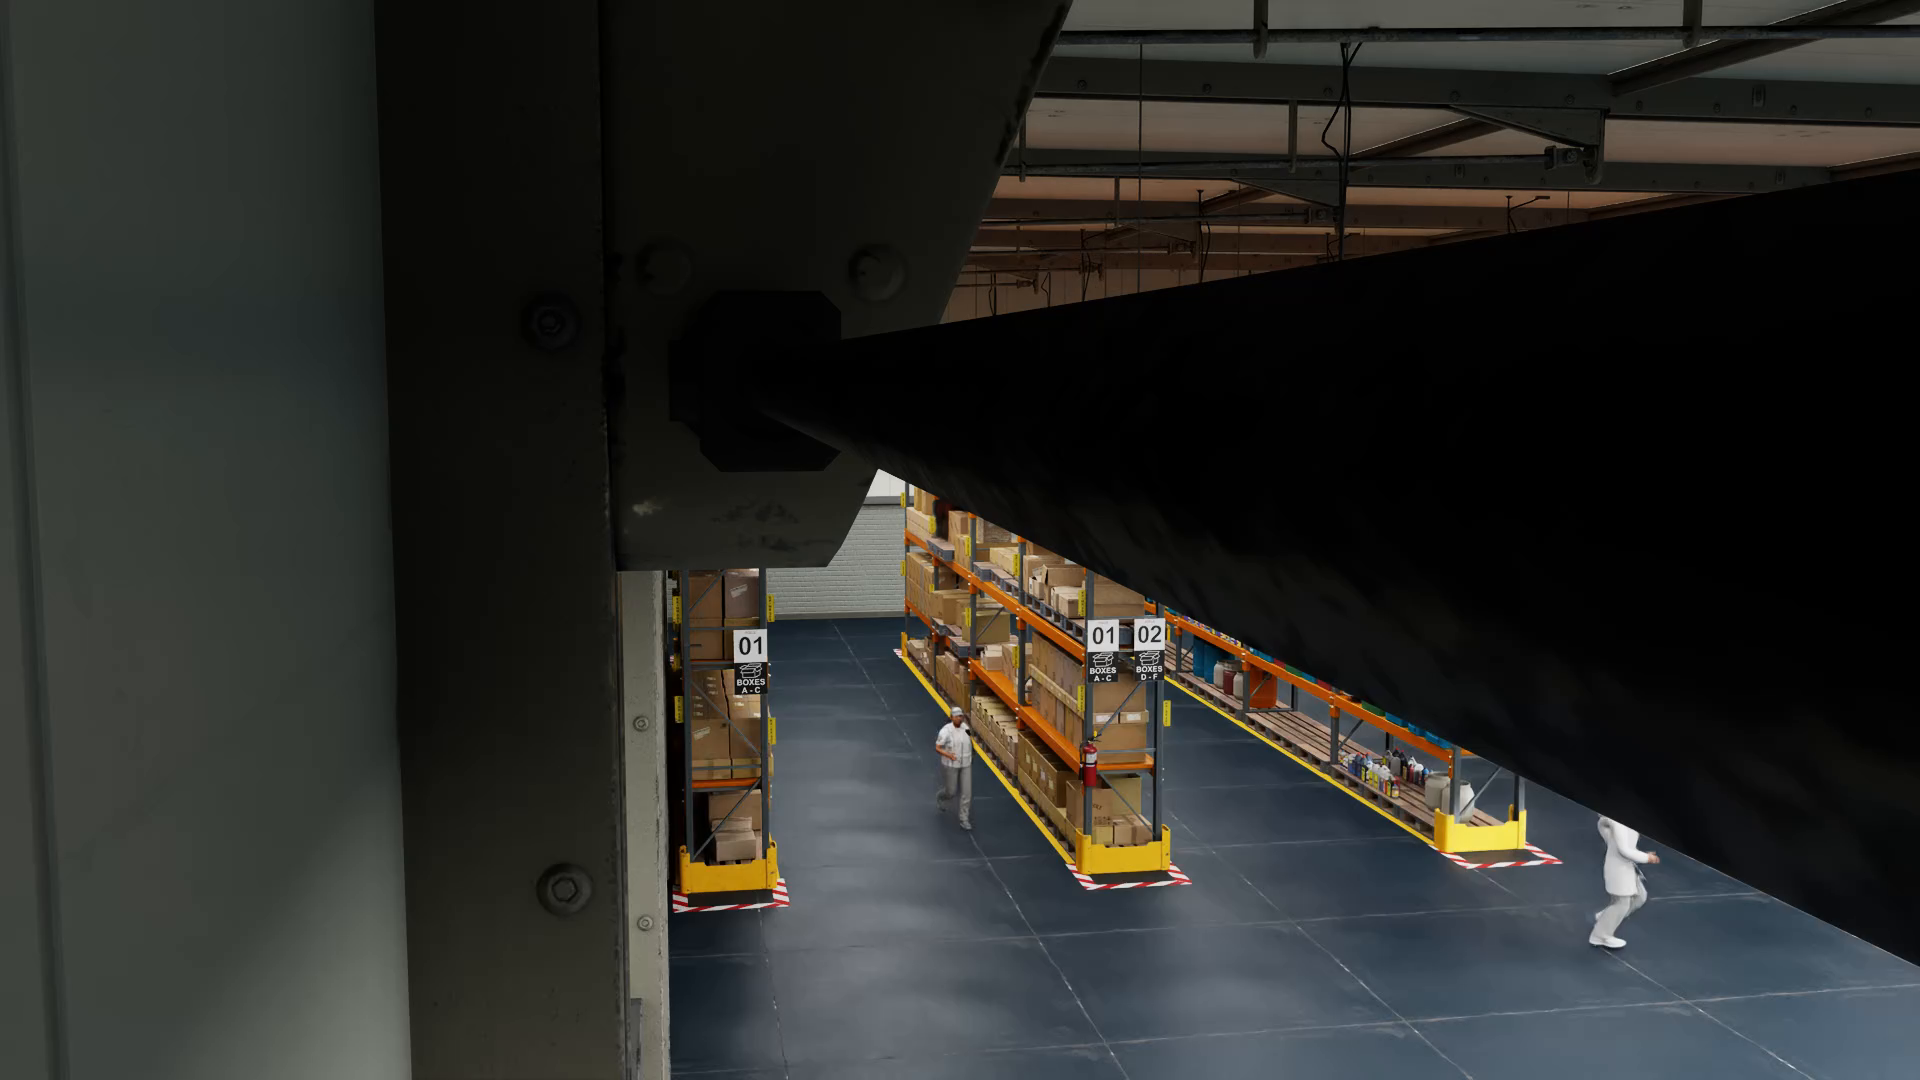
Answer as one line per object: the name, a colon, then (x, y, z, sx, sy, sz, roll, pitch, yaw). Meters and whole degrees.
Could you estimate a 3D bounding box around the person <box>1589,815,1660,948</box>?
person: (7.244, 3.590, 18.105, 0.680, 1.741, 0.747, 2, 6, 19)

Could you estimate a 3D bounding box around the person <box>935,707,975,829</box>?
person: (-0.046, 3.119, 23.032, 0.609, 1.641, 0.886, -3, 6, -23)
